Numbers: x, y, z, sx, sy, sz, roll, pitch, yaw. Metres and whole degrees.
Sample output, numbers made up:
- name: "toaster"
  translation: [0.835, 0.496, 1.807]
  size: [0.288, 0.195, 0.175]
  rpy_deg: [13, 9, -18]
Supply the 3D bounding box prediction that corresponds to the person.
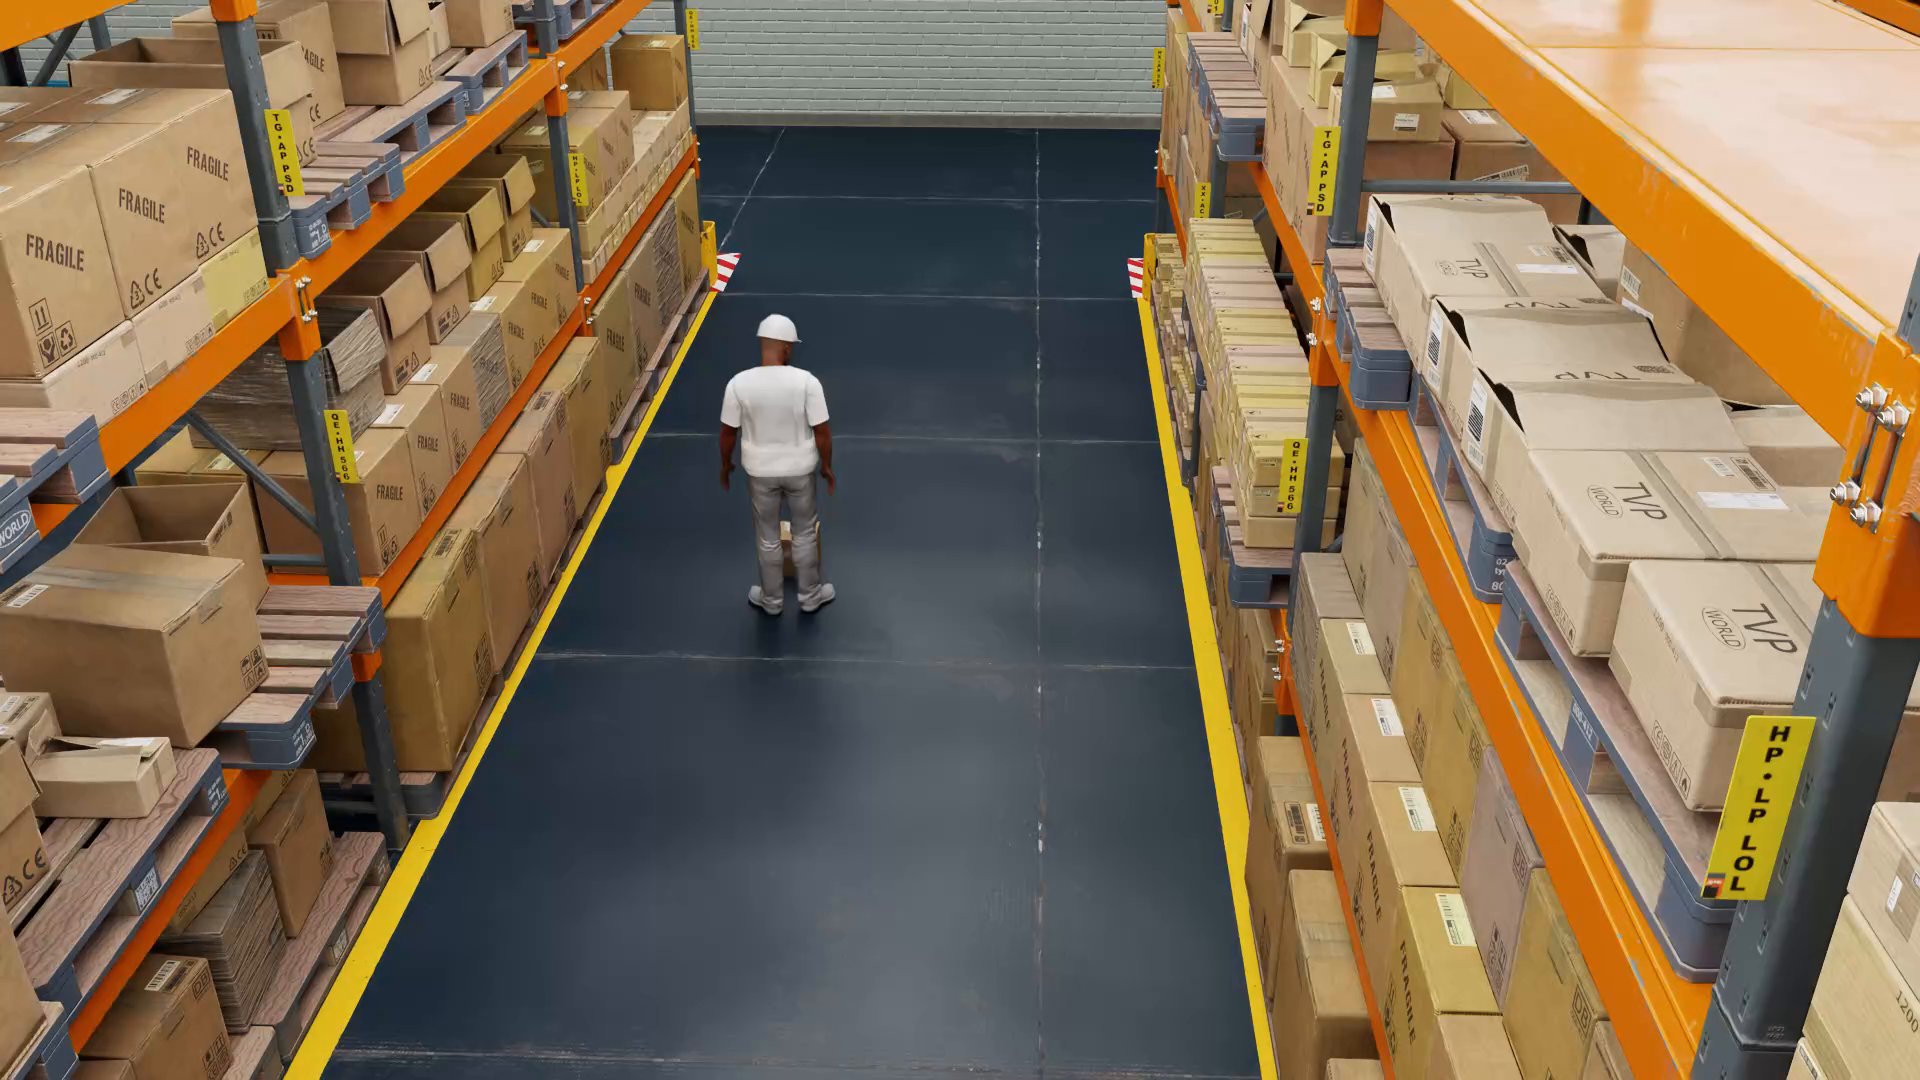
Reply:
- name: "person"
  translation: [-1.025, -0.406, 9.328]
  size: [0.650, 1.772, 0.379]
  rpy_deg: [-2, 28, -4]
